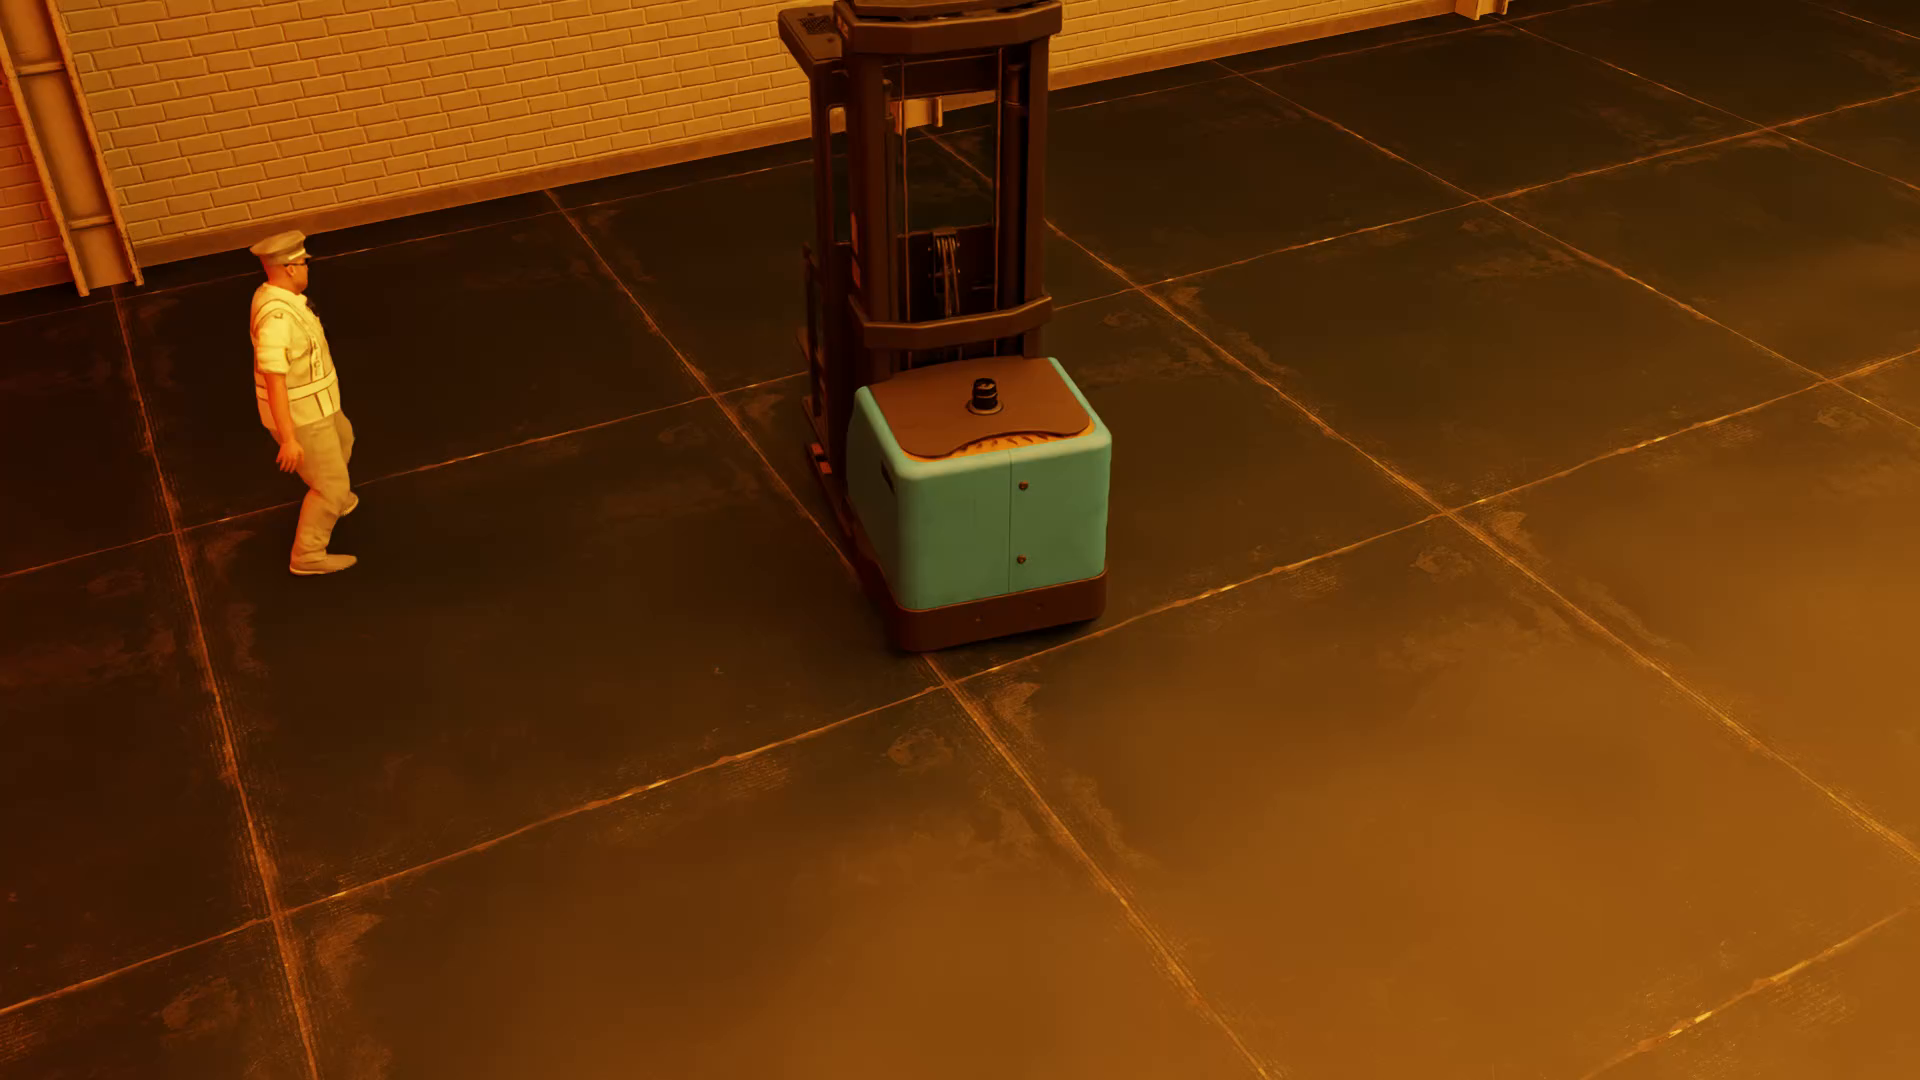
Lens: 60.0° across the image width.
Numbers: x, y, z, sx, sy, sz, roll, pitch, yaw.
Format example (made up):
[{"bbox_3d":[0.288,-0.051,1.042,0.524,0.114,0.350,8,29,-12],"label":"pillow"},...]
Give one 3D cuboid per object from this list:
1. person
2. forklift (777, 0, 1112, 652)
[{"bbox_3d":[-3.229,-0.641,8.123,0.440,1.724,0.891,-11,37,-15],"label":"person"},{"bbox_3d":[-0.222,-1.521,8.274,1.130,2.935,3.031,-10,37,-14],"label":"forklift"}]
